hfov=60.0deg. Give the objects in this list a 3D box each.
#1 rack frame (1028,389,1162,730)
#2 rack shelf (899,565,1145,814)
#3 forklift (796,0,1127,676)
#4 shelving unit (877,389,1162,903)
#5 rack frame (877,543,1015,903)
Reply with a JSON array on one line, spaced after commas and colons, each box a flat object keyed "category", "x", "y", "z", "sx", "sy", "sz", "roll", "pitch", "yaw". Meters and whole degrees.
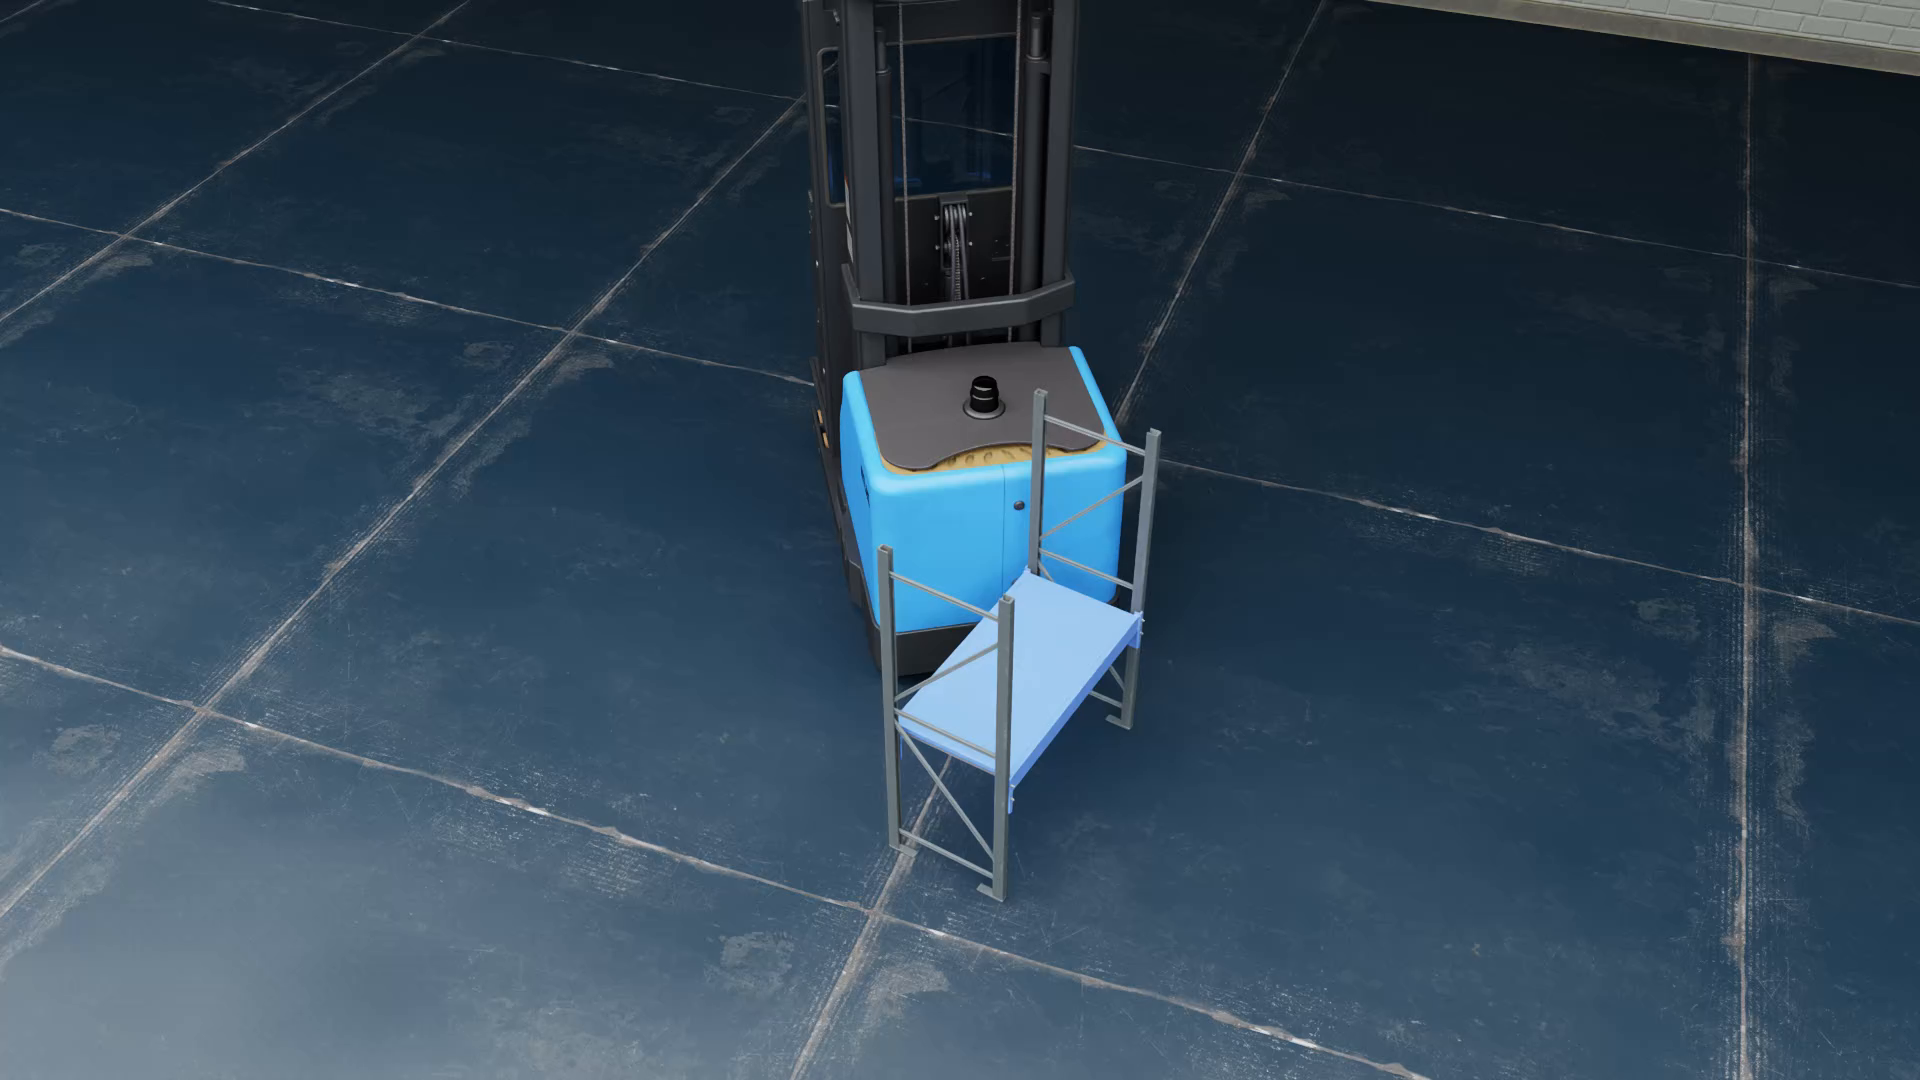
[{"category": "rack frame", "x": 0.488, "y": 0.114, "z": 6.415, "sx": 0.500, "sy": 1.500, "sz": 0.032, "roll": 22, "pitch": 45, "yaw": 24}, {"category": "rack shelf", "x": 0.220, "y": 0.531, "z": 6.203, "sx": 0.538, "sy": 0.185, "sz": 1.000, "roll": 22, "pitch": 45, "yaw": 24}, {"category": "forklift", "x": -0.121, "y": -1.511, "z": 7.217, "sx": 1.130, "sy": 2.935, "sz": 3.031, "roll": -7, "pitch": 41, "yaw": -9}, {"category": "shelving unit", "x": 0.220, "y": 0.394, "z": 6.086, "sx": 0.538, "sy": 1.500, "sz": 1.048, "roll": 22, "pitch": 45, "yaw": 24}, {"category": "rack frame", "x": -0.048, "y": 0.674, "z": 5.758, "sx": 0.500, "sy": 1.500, "sz": 0.032, "roll": 22, "pitch": 45, "yaw": 24}]
